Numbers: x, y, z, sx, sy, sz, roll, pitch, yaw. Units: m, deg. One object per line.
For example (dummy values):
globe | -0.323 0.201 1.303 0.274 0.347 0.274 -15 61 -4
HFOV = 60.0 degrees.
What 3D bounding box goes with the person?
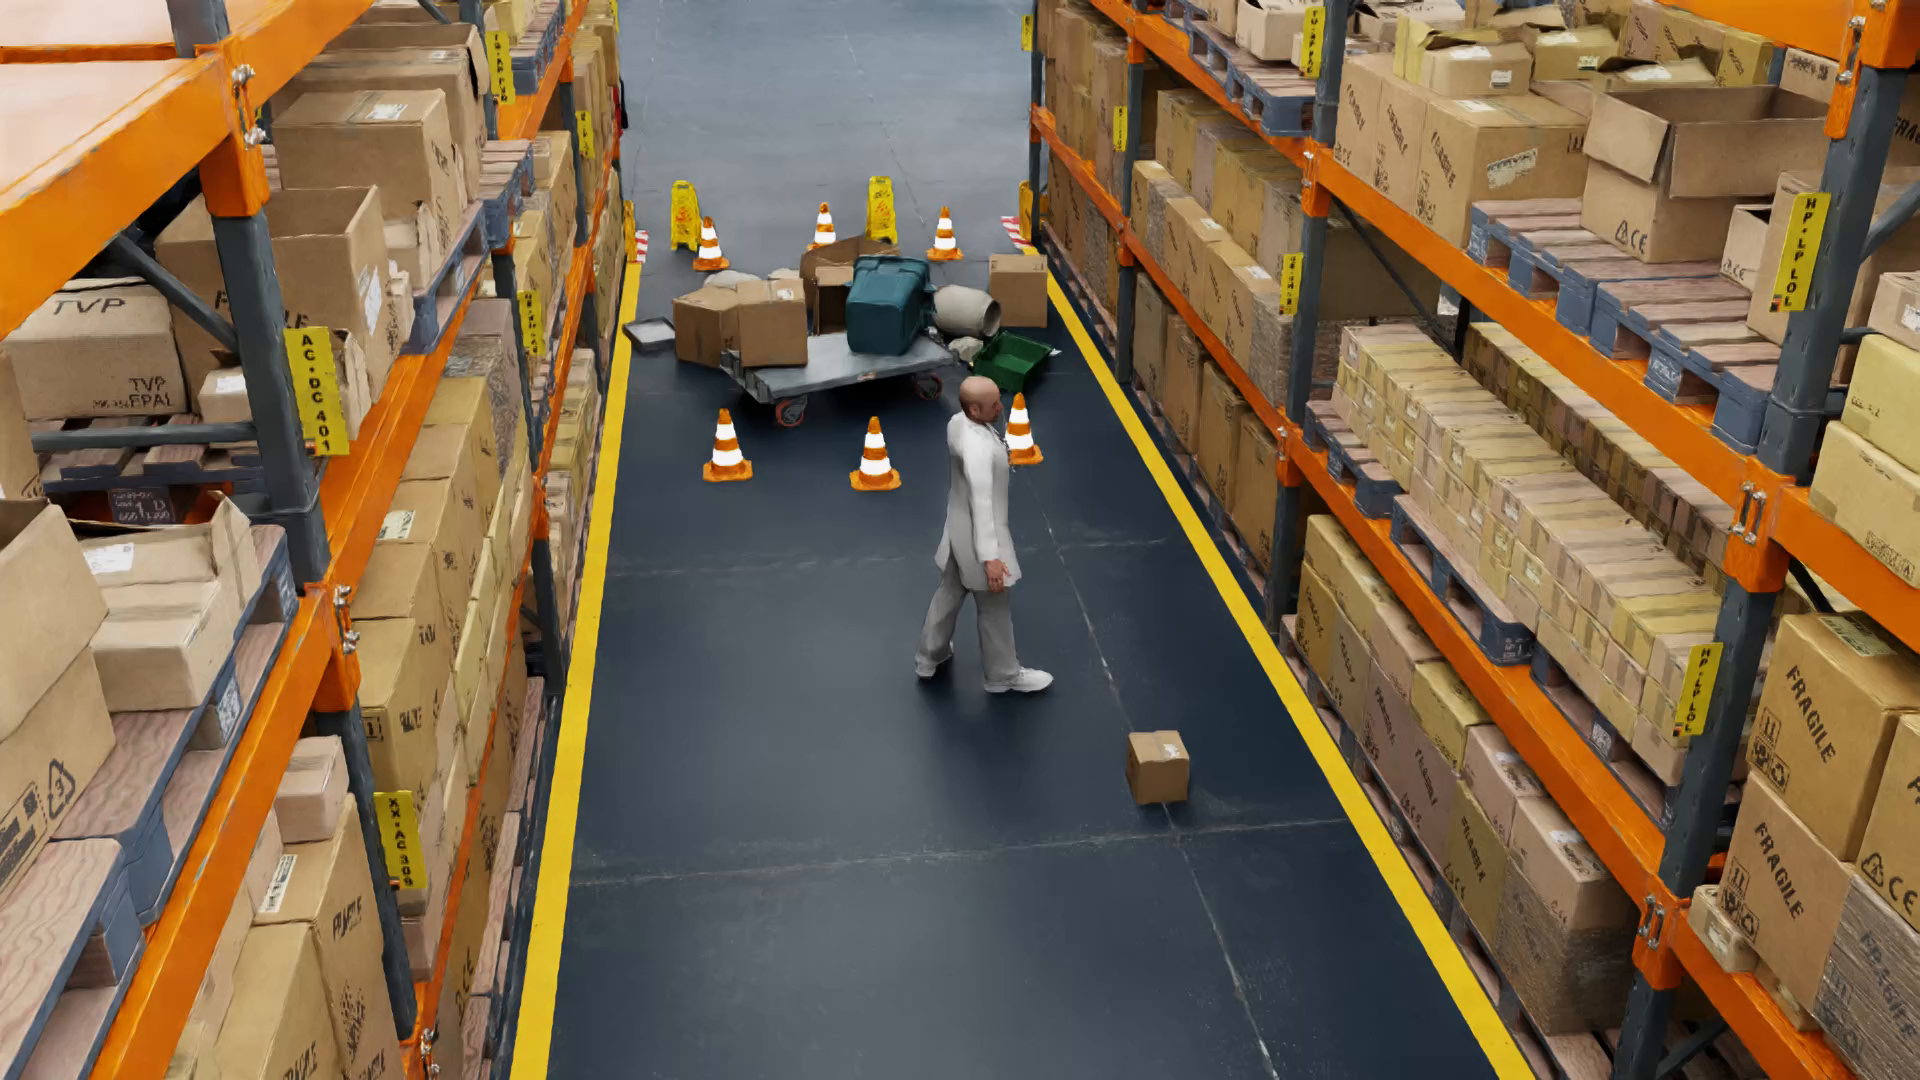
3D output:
person | 0.125 -0.015 8.639 0.694 1.774 0.795 -7 28 -13
